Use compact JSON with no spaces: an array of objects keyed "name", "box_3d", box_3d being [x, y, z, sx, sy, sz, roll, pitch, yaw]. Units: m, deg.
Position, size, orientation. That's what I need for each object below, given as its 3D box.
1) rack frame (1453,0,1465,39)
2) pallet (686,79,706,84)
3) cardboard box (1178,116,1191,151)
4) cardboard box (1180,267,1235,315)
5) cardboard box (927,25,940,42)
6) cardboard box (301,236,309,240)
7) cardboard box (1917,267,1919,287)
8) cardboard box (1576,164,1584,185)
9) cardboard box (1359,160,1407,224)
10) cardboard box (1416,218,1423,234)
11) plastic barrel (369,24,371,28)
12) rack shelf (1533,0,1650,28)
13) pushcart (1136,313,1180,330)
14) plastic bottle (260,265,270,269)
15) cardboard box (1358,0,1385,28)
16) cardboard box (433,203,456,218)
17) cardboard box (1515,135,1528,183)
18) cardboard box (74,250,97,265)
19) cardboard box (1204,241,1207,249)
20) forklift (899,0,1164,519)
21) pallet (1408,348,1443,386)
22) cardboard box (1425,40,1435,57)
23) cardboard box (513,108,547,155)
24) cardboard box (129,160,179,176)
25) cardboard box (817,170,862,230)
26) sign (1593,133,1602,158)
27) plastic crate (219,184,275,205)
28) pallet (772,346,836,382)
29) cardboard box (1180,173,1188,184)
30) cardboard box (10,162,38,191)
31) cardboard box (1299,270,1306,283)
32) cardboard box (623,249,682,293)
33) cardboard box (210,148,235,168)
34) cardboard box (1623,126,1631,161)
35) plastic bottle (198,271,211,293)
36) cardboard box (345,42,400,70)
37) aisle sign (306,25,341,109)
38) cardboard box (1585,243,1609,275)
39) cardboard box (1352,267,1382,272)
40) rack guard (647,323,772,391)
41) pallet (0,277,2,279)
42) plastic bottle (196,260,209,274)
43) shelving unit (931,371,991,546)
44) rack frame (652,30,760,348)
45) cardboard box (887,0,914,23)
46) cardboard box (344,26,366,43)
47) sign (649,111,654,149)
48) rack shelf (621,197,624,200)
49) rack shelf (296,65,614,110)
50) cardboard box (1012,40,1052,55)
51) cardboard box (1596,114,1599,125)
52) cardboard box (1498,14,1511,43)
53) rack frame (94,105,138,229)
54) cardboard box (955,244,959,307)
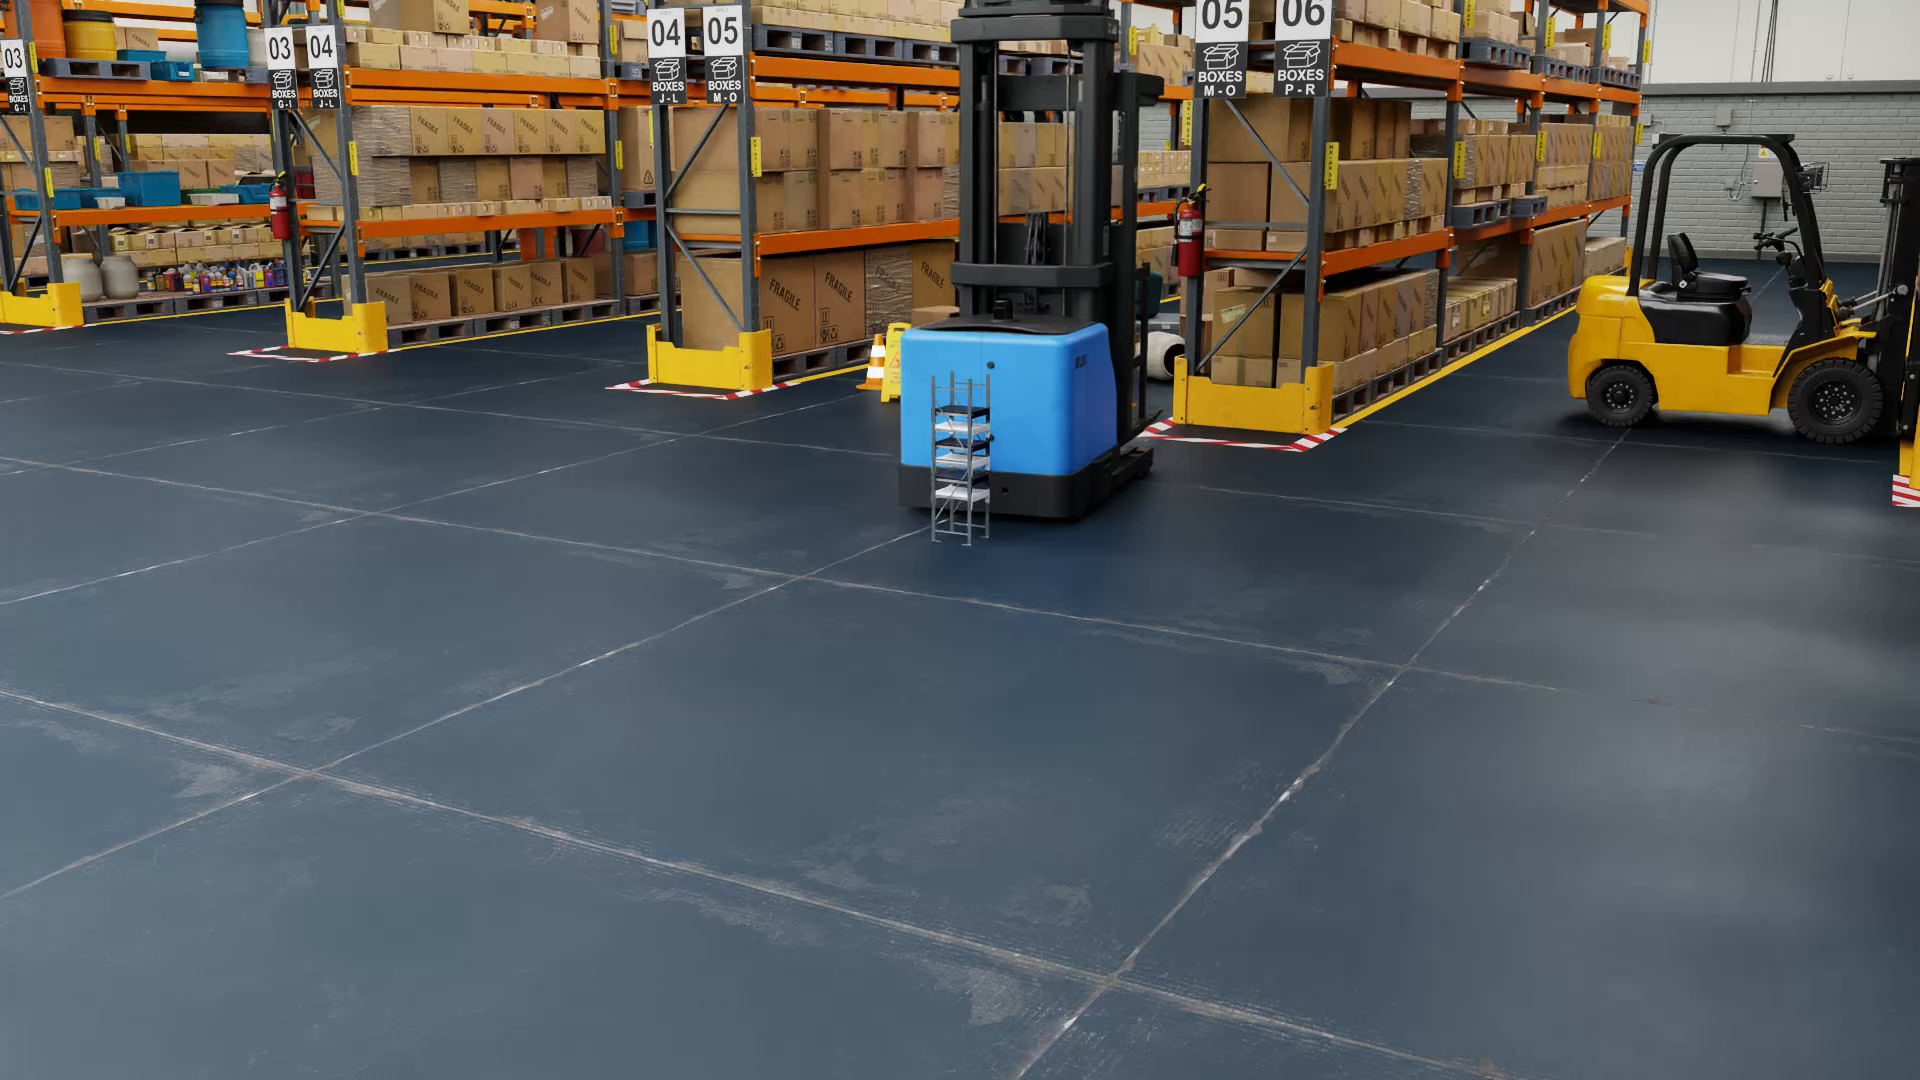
[{"name":"rack frame","box_3d":[4.105,-6.049,14.923,1.000,3.000,0.127,7,15,28]},{"name":"pallet","box_3d":[-3.680,-5.950,21.313,1.213,0.211,1.003,7,15,28]},{"name":"cardboard box","box_3d":[3.581,-6.120,25.038,0.500,0.500,0.500,7,15,26]},{"name":"cardboard box","box_3d":[2.532,-2.481,16.641,0.500,0.500,0.500,7,15,28]},{"name":"cardboard box","box_3d":[-0.419,-5.045,16.588,0.380,0.149,0.250,8,16,29]},{"name":"cardboard box","box_3d":[-11.344,-5.204,27.992,0.500,0.311,0.500,8,16,30]},{"name":"cardboard box","box_3d":[12.925,-3.523,21.684,0.700,0.500,0.500,7,15,26]},{"name":"cardboard box","box_3d":[7.737,-4.722,21.475,0.500,0.250,0.500,8,16,29]},{"name":"cardboard box","box_3d":[3.374,-2.887,13.761,0.500,0.500,0.500,7,15,27]},{"name":"cardboard box","box_3d":[3.907,-2.813,14.838,0.380,0.149,0.250,7,15,28]},{"name":"plastic barrel","box_3d":[-8.218,-6.915,23.849,0.600,0.901,0.708,7,15,28]},{"name":"rack shelf","box_3d":[8.939,-7.556,23.564,1.077,0.370,4.000,7,15,28]},{"name":"pushcart","box_3d":[2.085,-2.106,16.962,1.648,0.377,0.936,2,14,9]},{"name":"plastic bottle","box_3d":[-9.200,-3.513,22.080,0.152,0.276,0.135,7,15,28]},{"name":"cardboard box","box_3d":[2.899,-4.017,12.580,0.500,0.250,0.500,7,15,27]},{"name":"cardboard box","box_3d":[-5.656,-3.547,17.880,0.380,0.149,0.250,7,15,28]},{"name":"cardboard box","box_3d":[5.822,-4.118,17.972,0.500,0.500,0.500,7,15,27]},{"name":"cardboard box","box_3d":[-13.294,-4.364,25.704,0.500,0.250,0.500,7,15,27]},{"name":"cardboard box","box_3d":[3.204,-4.017,23.733,0.500,0.500,0.500,7,15,27]},{"name":"forklift","box_3d":[0.625,-1.845,10.431,1.130,2.935,3.031,5,14,19]},{"name":"pallet","box_3d":[3.811,-1.635,15.365,1.003,0.211,1.213,7,15,28]},{"name":"cardboard box","box_3d":[3.917,-4.272,14.489,0.380,0.149,0.250,8,15,29]},{"name":"cardboard box","box_3d":[-5.030,-4.606,18.756,0.500,0.500,0.500,7,15,28]},{"name":"cardboard box","box_3d":[-12.600,-5.691,26.024,0.500,0.500,0.500,9,16,32]},{"name":"cardboard box","box_3d":[-1.444,-3.222,15.678,0.875,0.550,0.550,7,15,28]},{"name":"sign","box_3d":[8.452,-5.238,22.061,0.100,0.325,0.005,7,15,28]},{"name":"plastic crate","box_3d":[-9.203,-4.486,21.559,0.499,0.251,0.616,7,15,28]},{"name":"pallet","box_3d":[-1.893,-1.669,15.506,1.003,0.211,1.213,7,15,28]},{"name":"cardboard box","box_3d":[2.944,-5.024,23.113,0.380,0.149,0.250,8,16,30]},{"name":"cardboard box","box_3d":[-13.699,-5.226,24.098,0.700,0.500,0.500,7,15,27]},{"name":"cardboard box","box_3d":[2.702,-2.241,13.915,0.380,0.149,0.250,8,16,30]},{"name":"cardboard box","box_3d":[-4.008,-3.473,21.434,0.700,0.500,0.500,7,15,28]},{"name":"cardboard box","box_3d":[-14.439,-7.349,32.225,0.500,0.500,0.500,8,16,30]},{"name":"cardboard box","box_3d":[9.654,-5.892,24.728,0.500,0.500,0.500,7,15,28]},{"name":"plastic bottle","box_3d":[-9.565,-3.270,21.054,0.061,0.283,0.133,8,16,29]},{"name":"cardboard box","box_3d":[-6.045,-4.889,16.834,0.500,0.250,0.500,8,16,30]},{"name":"aisle sign","box_3d":[-6.271,-4.652,16.381,0.394,0.787,0.004,7,15,28]},{"name":"cardboard box","box_3d":[8.802,-4.033,23.931,0.875,0.438,0.875,7,15,26]},{"name":"cardboard box","box_3d":[3.583,-2.274,15.436,0.500,0.500,0.500,8,16,31]},{"name":"rack guard","box_3d":[-2.223,-1.632,14.735,1.175,0.500,0.348,7,15,28]},{"name":"pallet","box_3d":[-14.250,-3.613,23.569,1.003,0.211,1.213,7,15,28]},{"name":"plastic bottle","box_3d":[-9.956,-3.498,21.855,0.144,0.351,0.185,7,15,28]},{"name":"shelving unit","box_3d":[0.004,-0.439,8.935,0.258,0.900,0.210,7,15,28]},{"name":"rack frame","box_3d":[-2.211,-2.852,14.462,1.000,3.000,0.127,7,15,28]},{"name":"cardboard box","box_3d":[-0.779,-5.119,16.042,0.500,0.250,0.500,7,15,28]},{"name":"cardboard box","box_3d":[-6.169,-5.044,16.624,0.380,0.149,0.250,7,15,28]},{"name":"sign","box_3d":[-2.679,-3.594,14.566,0.100,0.325,0.005,7,15,28]},{"name":"rack shelf","box_3d":[-6.006,-5.698,27.801,1.077,0.370,4.000,7,15,28]},{"name":"rack shelf","box_3d":[-5.537,-4.953,18.314,1.077,0.370,4.000,7,15,28]},{"name":"cardboard box","box_3d":[0.813,-5.678,18.962,0.396,0.266,0.258,7,15,28]},{"name":"cardboard box","box_3d":[8.462,-5.713,22.601,0.380,0.149,0.250,8,16,29]},{"name":"cardboard box","box_3d":[4.982,-4.900,15.984,0.500,0.250,0.500,7,15,27]},{"name":"rack frame","box_3d":[-15.645,-6.759,30.671,1.000,3.000,0.127,7,15,28]},{"name":"cardboard box","box_3d":[-0.056,-2.920,18.651,1.050,0.750,0.750,7,15,28]}]
